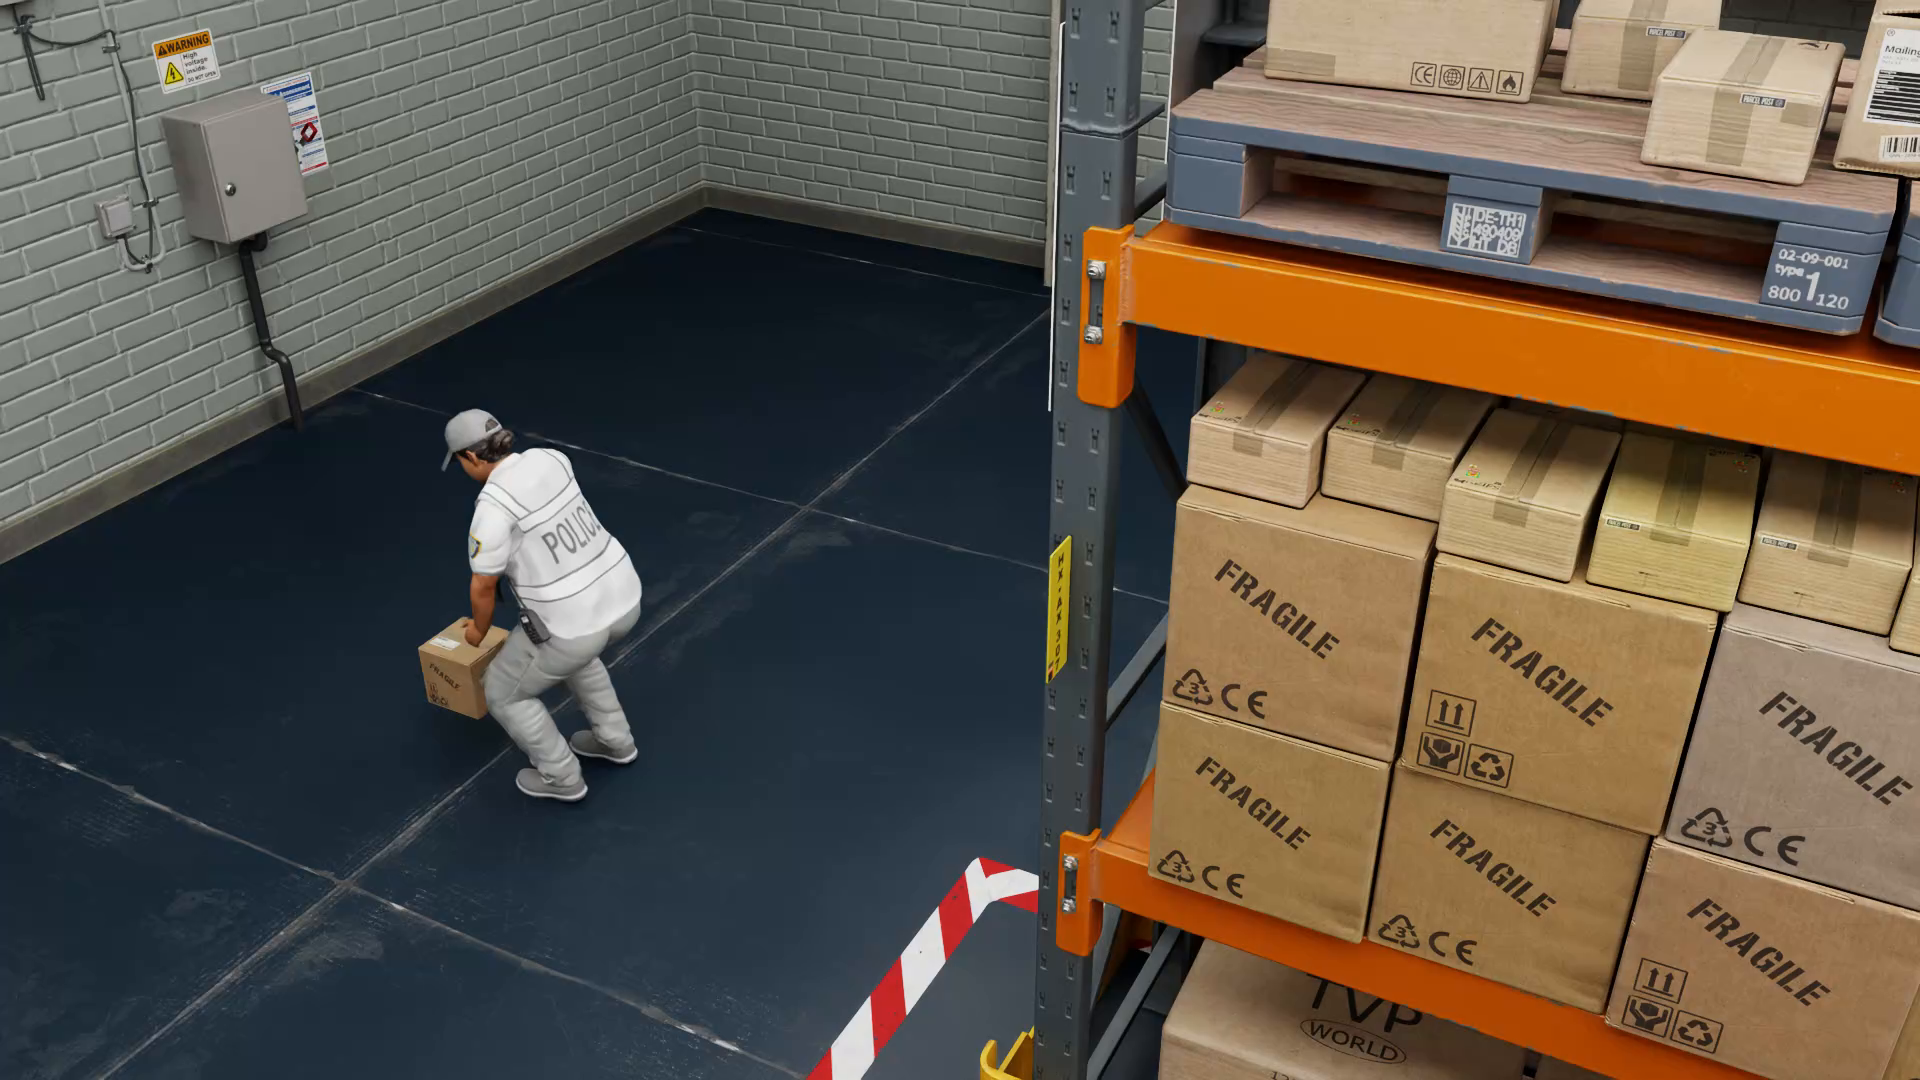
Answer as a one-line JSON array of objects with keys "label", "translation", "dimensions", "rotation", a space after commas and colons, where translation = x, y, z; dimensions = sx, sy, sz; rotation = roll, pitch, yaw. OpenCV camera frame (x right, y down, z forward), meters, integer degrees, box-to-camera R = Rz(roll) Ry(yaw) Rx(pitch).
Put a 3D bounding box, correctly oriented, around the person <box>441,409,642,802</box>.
[{"label": "person", "translation": [-1.474, 0.250, 5.896], "dimensions": [0.652, 1.480, 0.528], "rotation": [15, 33, 24]}]
